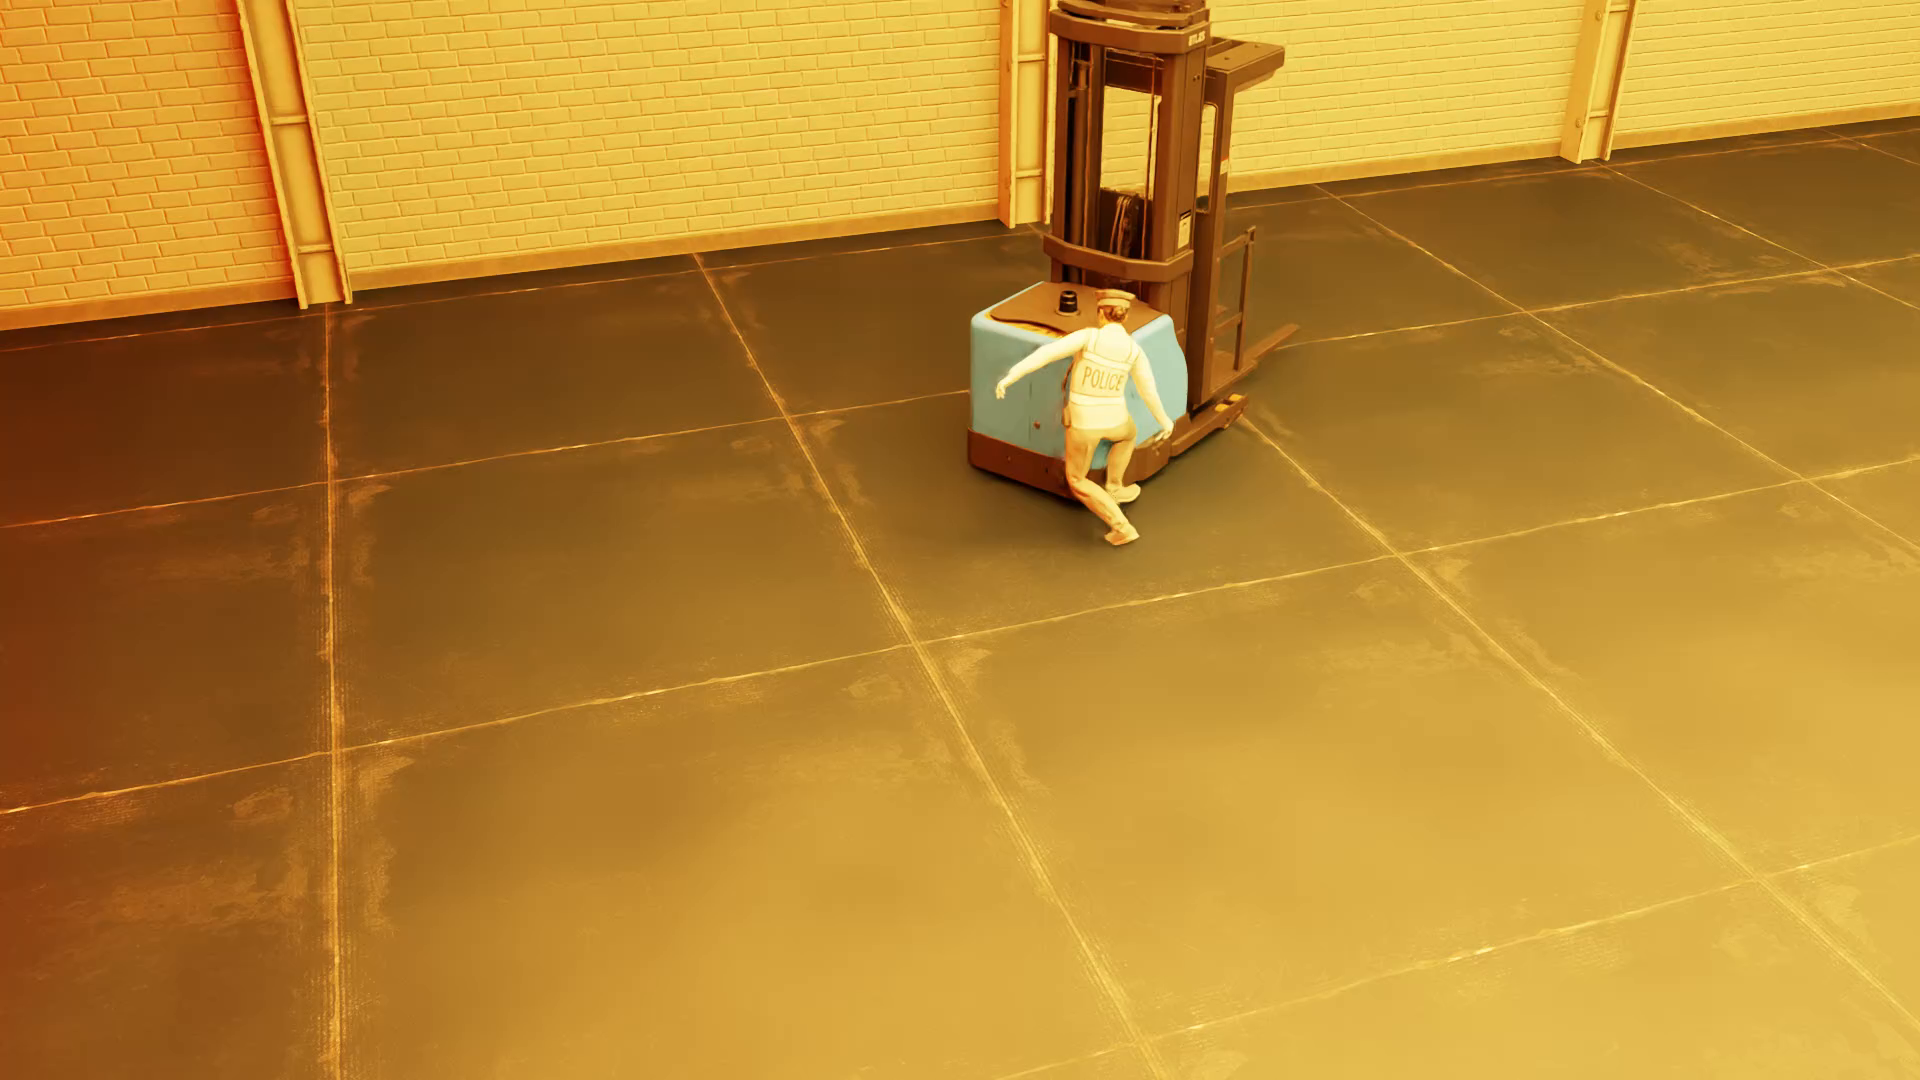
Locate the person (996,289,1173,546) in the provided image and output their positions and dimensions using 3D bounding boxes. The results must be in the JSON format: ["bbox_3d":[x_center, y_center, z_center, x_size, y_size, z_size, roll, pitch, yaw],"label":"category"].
[{"bbox_3d":[0.723,-0.692,9.763,1.108,1.547,0.633,-6,30,-10],"label":"person"}]

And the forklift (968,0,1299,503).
[{"bbox_3d":[1.339,-2.163,10.847,1.130,2.935,3.031,21,36,31],"label":"forklift"}]
